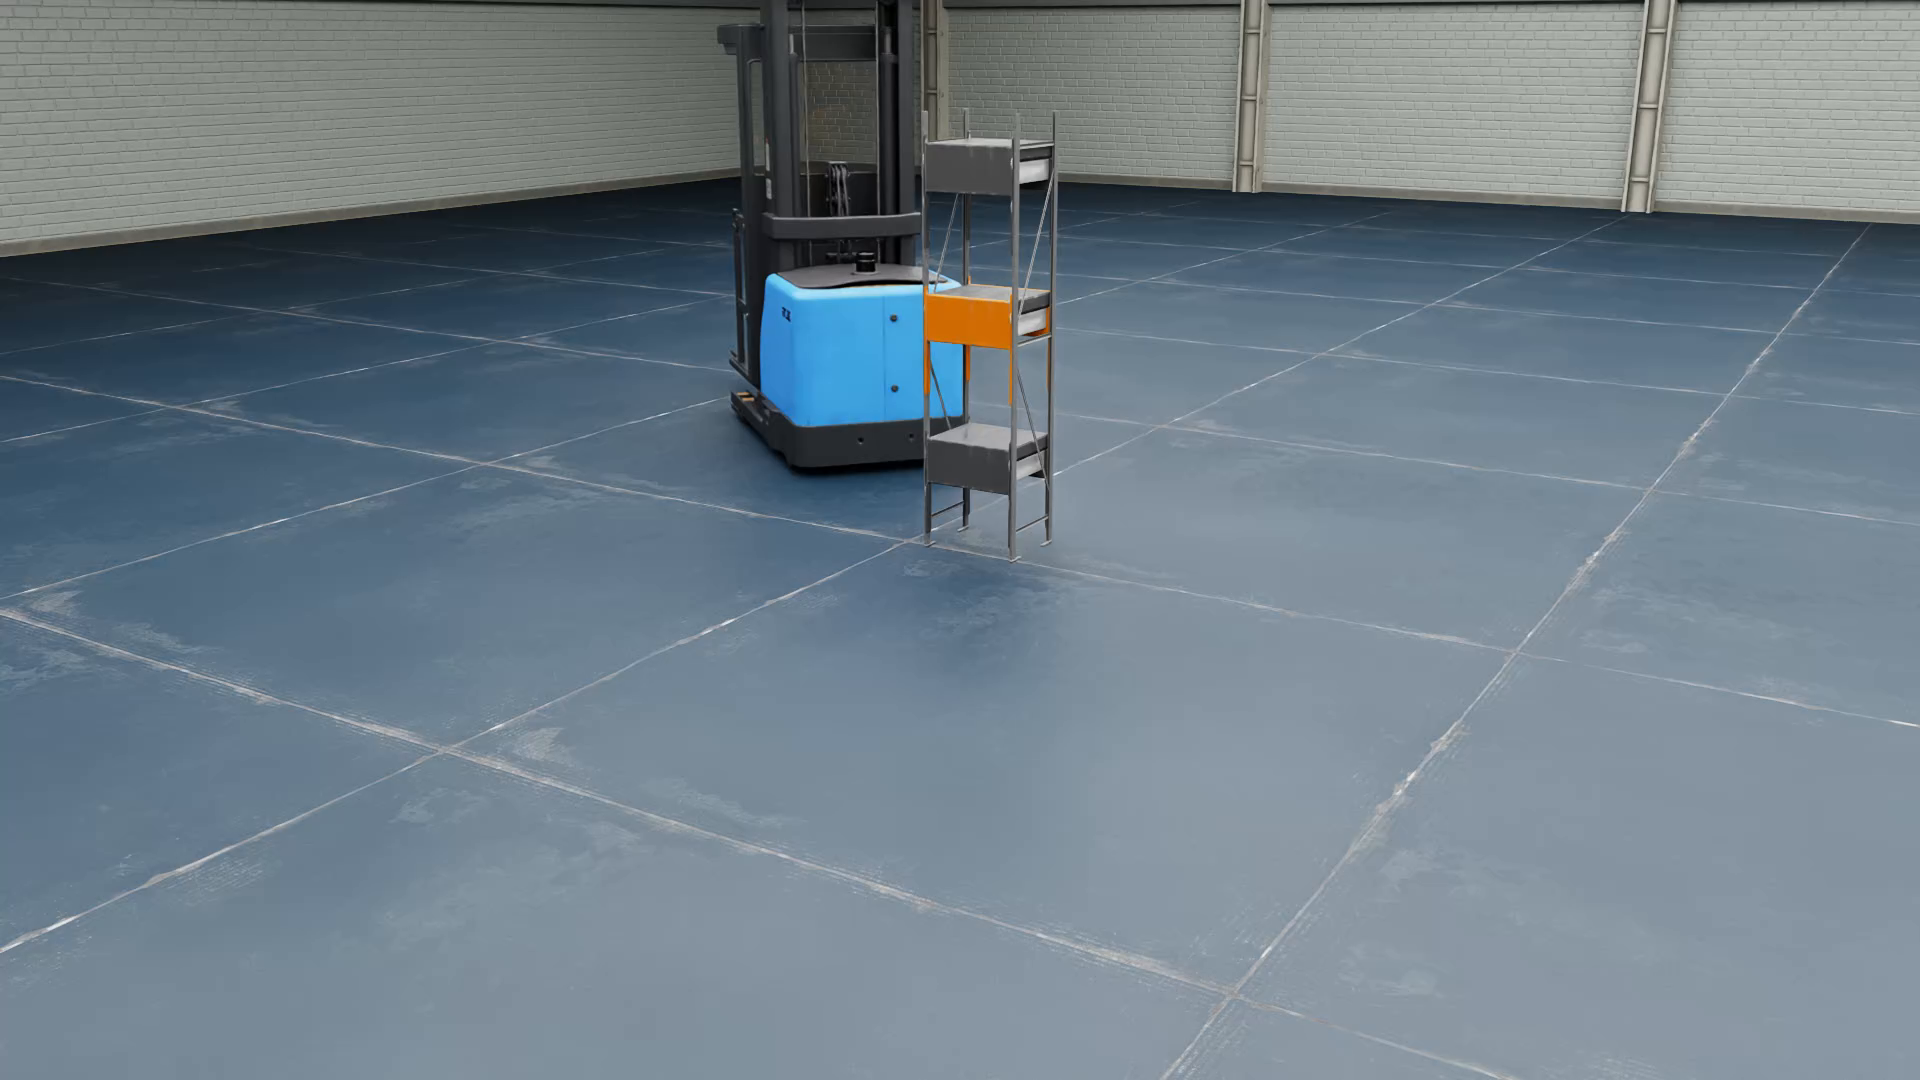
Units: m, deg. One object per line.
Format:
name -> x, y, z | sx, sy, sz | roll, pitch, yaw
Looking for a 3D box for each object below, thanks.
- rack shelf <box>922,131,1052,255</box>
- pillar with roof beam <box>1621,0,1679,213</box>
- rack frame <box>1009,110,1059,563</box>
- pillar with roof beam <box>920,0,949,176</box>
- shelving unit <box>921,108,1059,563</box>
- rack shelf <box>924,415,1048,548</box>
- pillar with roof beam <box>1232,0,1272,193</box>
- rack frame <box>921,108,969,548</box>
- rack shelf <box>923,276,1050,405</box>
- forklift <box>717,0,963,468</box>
rack shelf -> 0.141, -1.636, 7.794 | 0.480, 0.518, 0.431 | 10, 20, 30
pillar with roof beam -> 7.522, -7.984, 19.183 | 0.400, 9.000, 9.100 | 10, 20, 30
rack frame -> 0.349, -0.942, 7.871 | 0.015, 2.100, 0.400 | 10, 20, 30
pillar with roof beam -> -2.703, -9.809, 25.192 | 0.400, 9.000, 9.100 | 10, 20, 30
shelving unit -> 0.141, -0.979, 7.993 | 0.503, 2.100, 0.431 | 10, 20, 30
rack shelf -> 0.141, -0.297, 8.201 | 0.480, 0.518, 0.431 | 10, 20, 30
pillar with roof beam -> 2.410, -8.897, 22.187 | 0.400, 9.000, 9.100 | 10, 20, 30
rack frame -> -0.067, -1.017, 8.115 | 0.015, 2.100, 0.400 | 10, 20, 30
rack shelf -> 0.141, -0.966, 7.997 | 0.480, 0.518, 0.431 | 10, 20, 30
forklift -> -0.892, -2.204, 10.593 | 1.130, 2.935, 3.031 | -5, 18, -17
